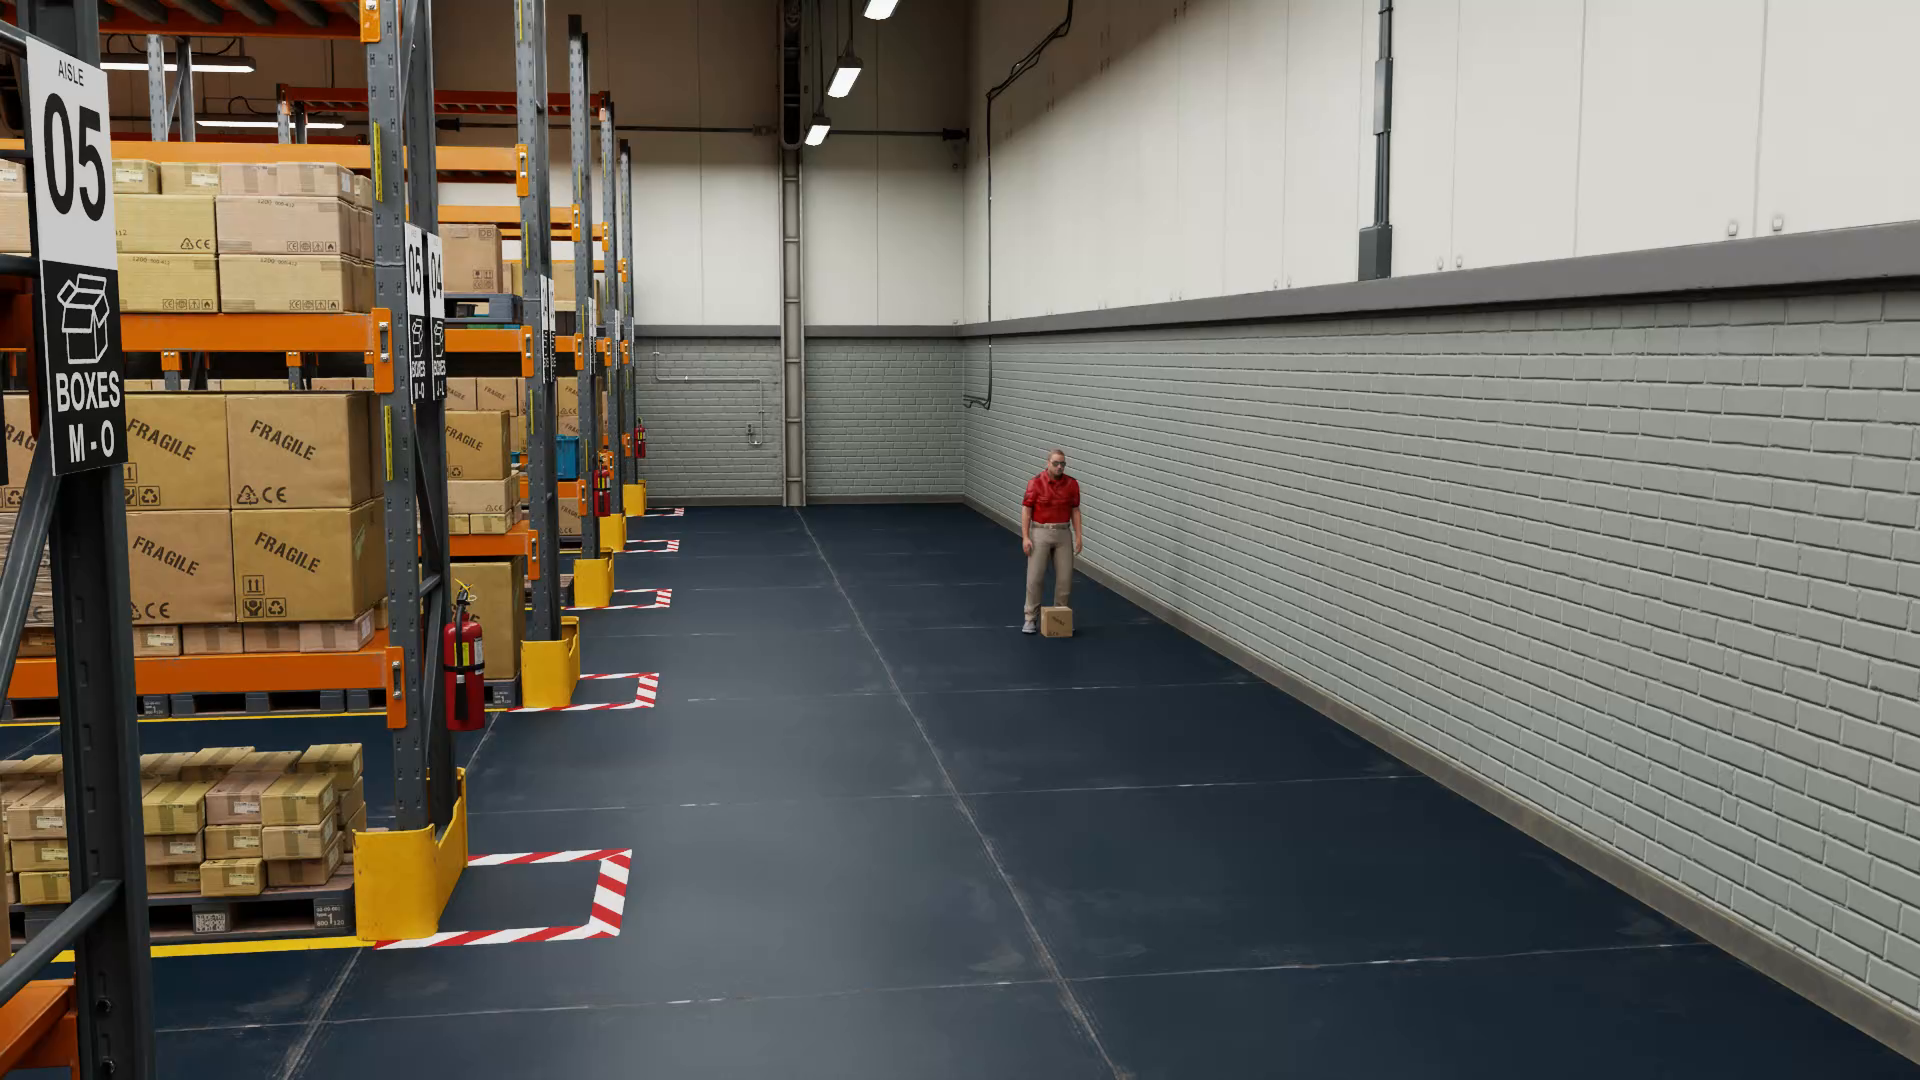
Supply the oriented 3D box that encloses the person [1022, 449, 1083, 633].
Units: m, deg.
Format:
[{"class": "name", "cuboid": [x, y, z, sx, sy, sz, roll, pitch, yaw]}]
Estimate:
[{"class": "person", "cuboid": [0.868, 0.002, 15.749, 0.606, 1.727, 0.389, -1, 7, -12]}]
